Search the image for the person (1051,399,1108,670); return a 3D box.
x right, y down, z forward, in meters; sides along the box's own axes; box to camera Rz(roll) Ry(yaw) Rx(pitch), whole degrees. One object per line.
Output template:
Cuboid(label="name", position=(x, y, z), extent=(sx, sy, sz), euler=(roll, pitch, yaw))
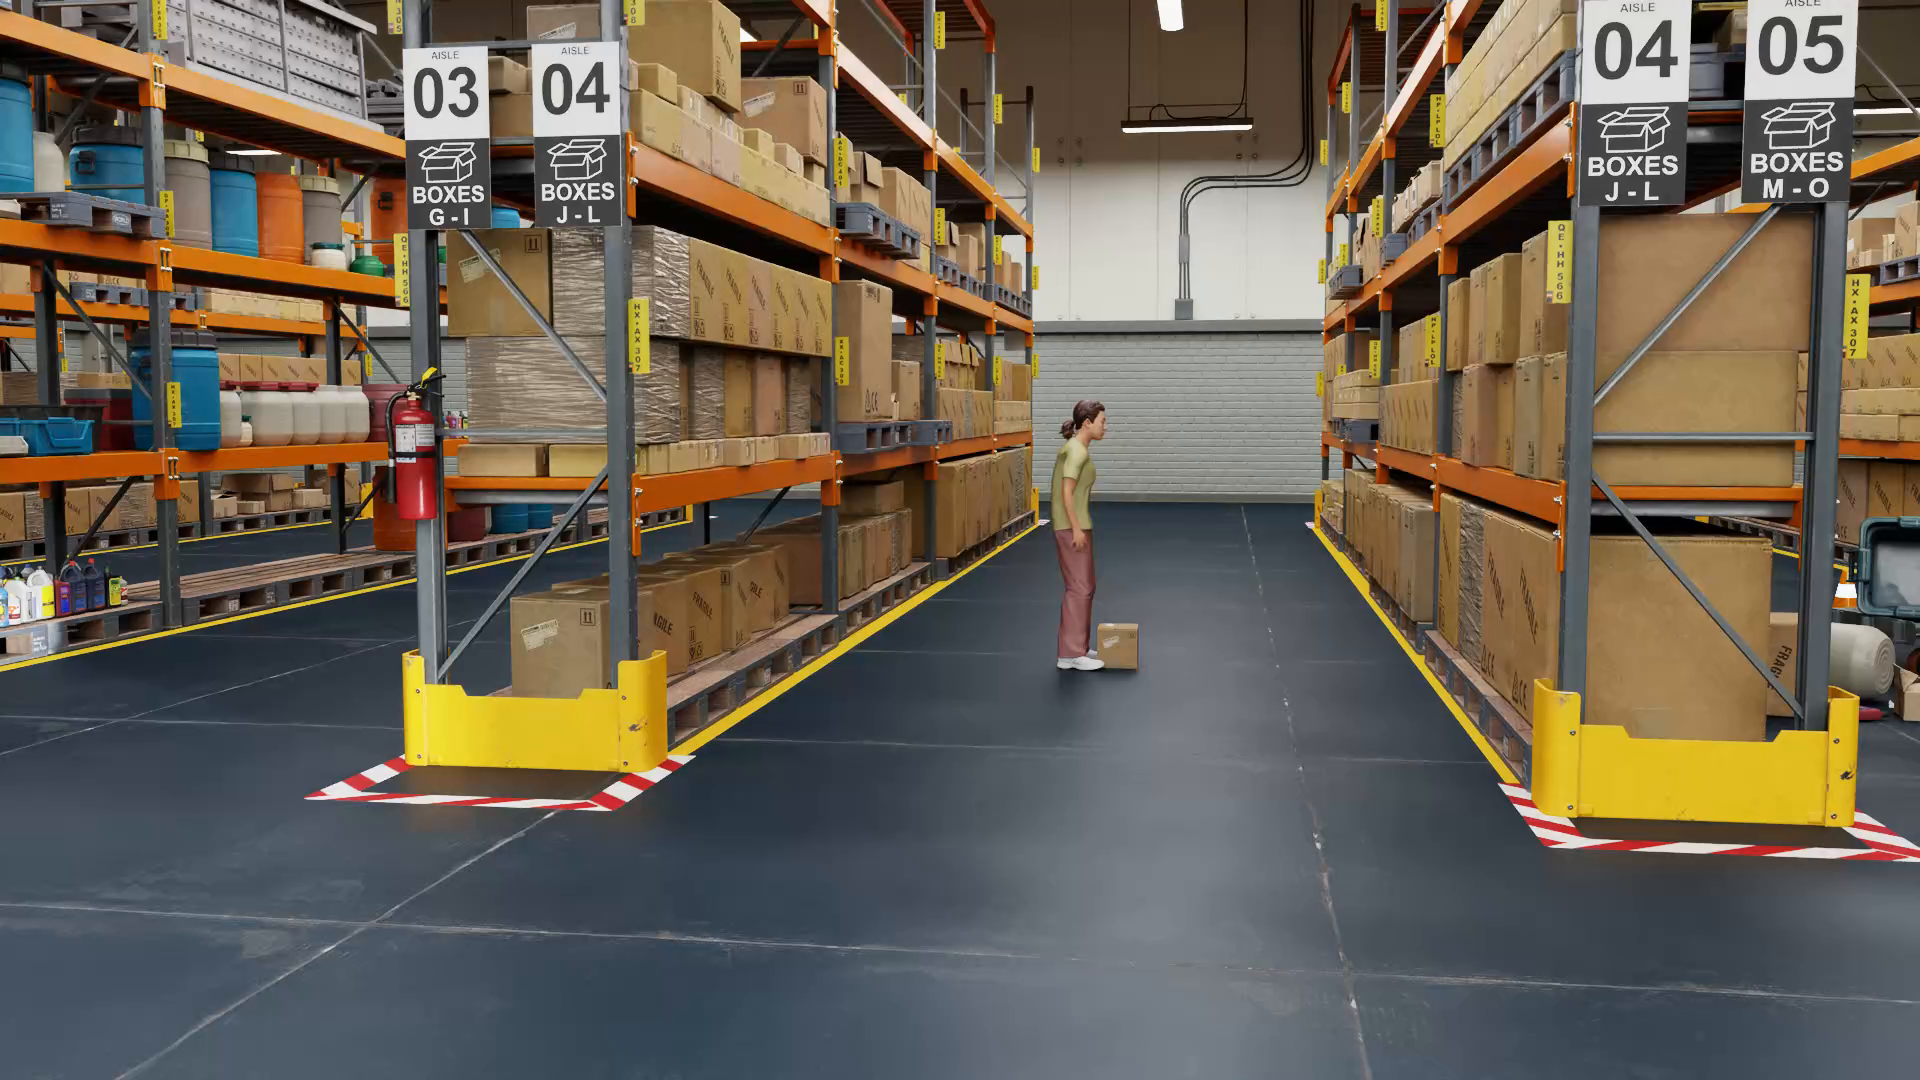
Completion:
Cuboid(label="person", position=(0.749, -0.046, 10.435), extent=(0.353, 1.673, 0.502), euler=(1, 5, 8))
